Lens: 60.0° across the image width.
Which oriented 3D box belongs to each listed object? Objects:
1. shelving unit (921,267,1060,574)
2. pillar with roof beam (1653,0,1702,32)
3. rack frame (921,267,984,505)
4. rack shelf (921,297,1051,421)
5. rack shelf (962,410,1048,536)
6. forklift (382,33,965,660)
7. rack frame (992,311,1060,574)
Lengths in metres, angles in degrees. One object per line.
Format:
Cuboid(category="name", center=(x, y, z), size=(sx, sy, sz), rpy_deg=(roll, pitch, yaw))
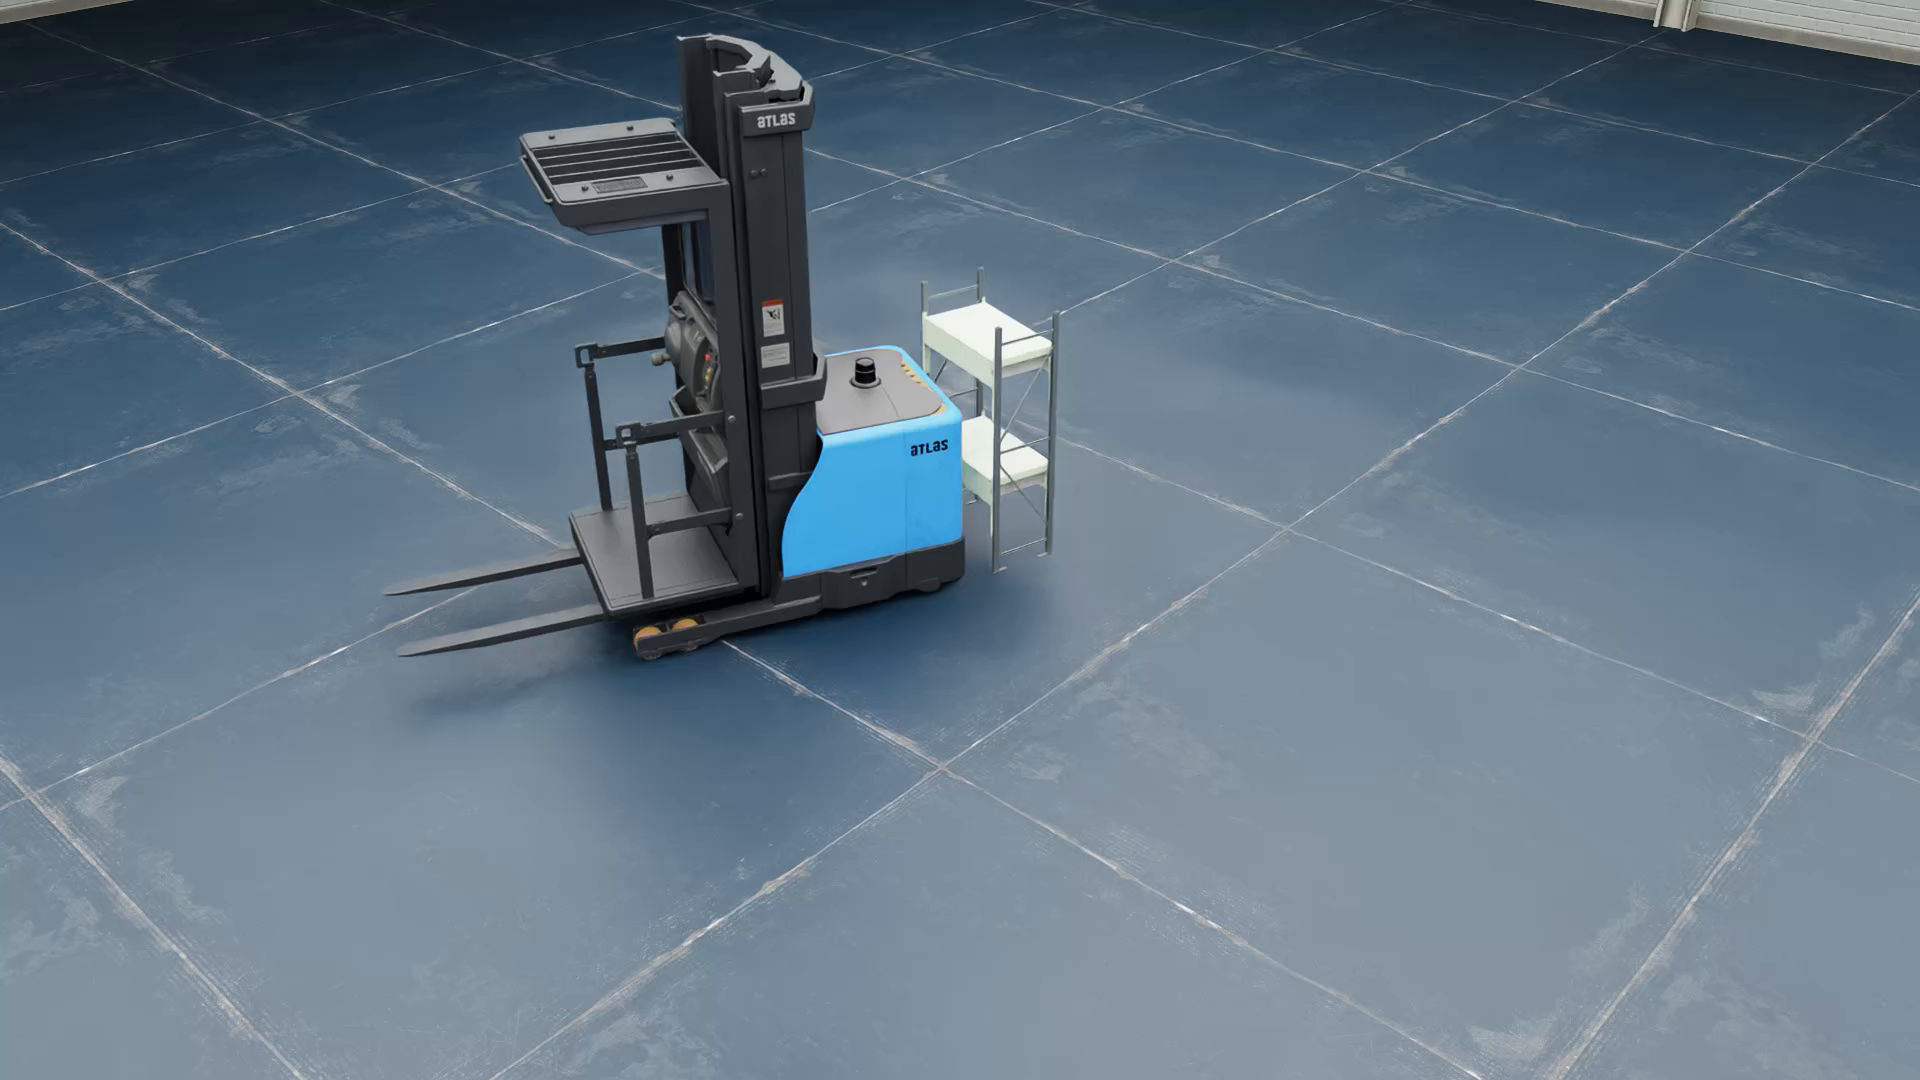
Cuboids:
Cuboid(category="shelving unit", center=(0.158, -0.671, 9.355), size=(0.431, 1.500, 0.755), rpy_deg=(-18, 36, -27))
Cuboid(category="pillar with roof beam", center=(5.661, -8.356, 14.850), size=(0.400, 9.000, 9.100), rpy_deg=(25, 39, 35))
Cuboid(category="rack frame", center=(-0.039, -0.830, 9.619), size=(0.400, 1.500, 0.023), rpy_deg=(-18, 36, -27))
Cuboid(category="rack shelf", center=(0.158, -1.005, 9.153), size=(0.431, 0.370, 0.720), rpy_deg=(-18, 36, -27))
Cuboid(category="rack shelf", center=(0.158, -0.392, 9.523), size=(0.431, 0.370, 0.720), rpy_deg=(-18, 36, -27))
Cuboid(category="forklift", center=(-1.541, -0.943, 8.420), size=(3.031, 2.935, 1.130), rpy_deg=(-12, 33, -19))
Cuboid(category="rack frame", center=(0.354, -0.512, 9.090), size=(0.400, 1.500, 0.023), rpy_deg=(-18, 36, -27))
